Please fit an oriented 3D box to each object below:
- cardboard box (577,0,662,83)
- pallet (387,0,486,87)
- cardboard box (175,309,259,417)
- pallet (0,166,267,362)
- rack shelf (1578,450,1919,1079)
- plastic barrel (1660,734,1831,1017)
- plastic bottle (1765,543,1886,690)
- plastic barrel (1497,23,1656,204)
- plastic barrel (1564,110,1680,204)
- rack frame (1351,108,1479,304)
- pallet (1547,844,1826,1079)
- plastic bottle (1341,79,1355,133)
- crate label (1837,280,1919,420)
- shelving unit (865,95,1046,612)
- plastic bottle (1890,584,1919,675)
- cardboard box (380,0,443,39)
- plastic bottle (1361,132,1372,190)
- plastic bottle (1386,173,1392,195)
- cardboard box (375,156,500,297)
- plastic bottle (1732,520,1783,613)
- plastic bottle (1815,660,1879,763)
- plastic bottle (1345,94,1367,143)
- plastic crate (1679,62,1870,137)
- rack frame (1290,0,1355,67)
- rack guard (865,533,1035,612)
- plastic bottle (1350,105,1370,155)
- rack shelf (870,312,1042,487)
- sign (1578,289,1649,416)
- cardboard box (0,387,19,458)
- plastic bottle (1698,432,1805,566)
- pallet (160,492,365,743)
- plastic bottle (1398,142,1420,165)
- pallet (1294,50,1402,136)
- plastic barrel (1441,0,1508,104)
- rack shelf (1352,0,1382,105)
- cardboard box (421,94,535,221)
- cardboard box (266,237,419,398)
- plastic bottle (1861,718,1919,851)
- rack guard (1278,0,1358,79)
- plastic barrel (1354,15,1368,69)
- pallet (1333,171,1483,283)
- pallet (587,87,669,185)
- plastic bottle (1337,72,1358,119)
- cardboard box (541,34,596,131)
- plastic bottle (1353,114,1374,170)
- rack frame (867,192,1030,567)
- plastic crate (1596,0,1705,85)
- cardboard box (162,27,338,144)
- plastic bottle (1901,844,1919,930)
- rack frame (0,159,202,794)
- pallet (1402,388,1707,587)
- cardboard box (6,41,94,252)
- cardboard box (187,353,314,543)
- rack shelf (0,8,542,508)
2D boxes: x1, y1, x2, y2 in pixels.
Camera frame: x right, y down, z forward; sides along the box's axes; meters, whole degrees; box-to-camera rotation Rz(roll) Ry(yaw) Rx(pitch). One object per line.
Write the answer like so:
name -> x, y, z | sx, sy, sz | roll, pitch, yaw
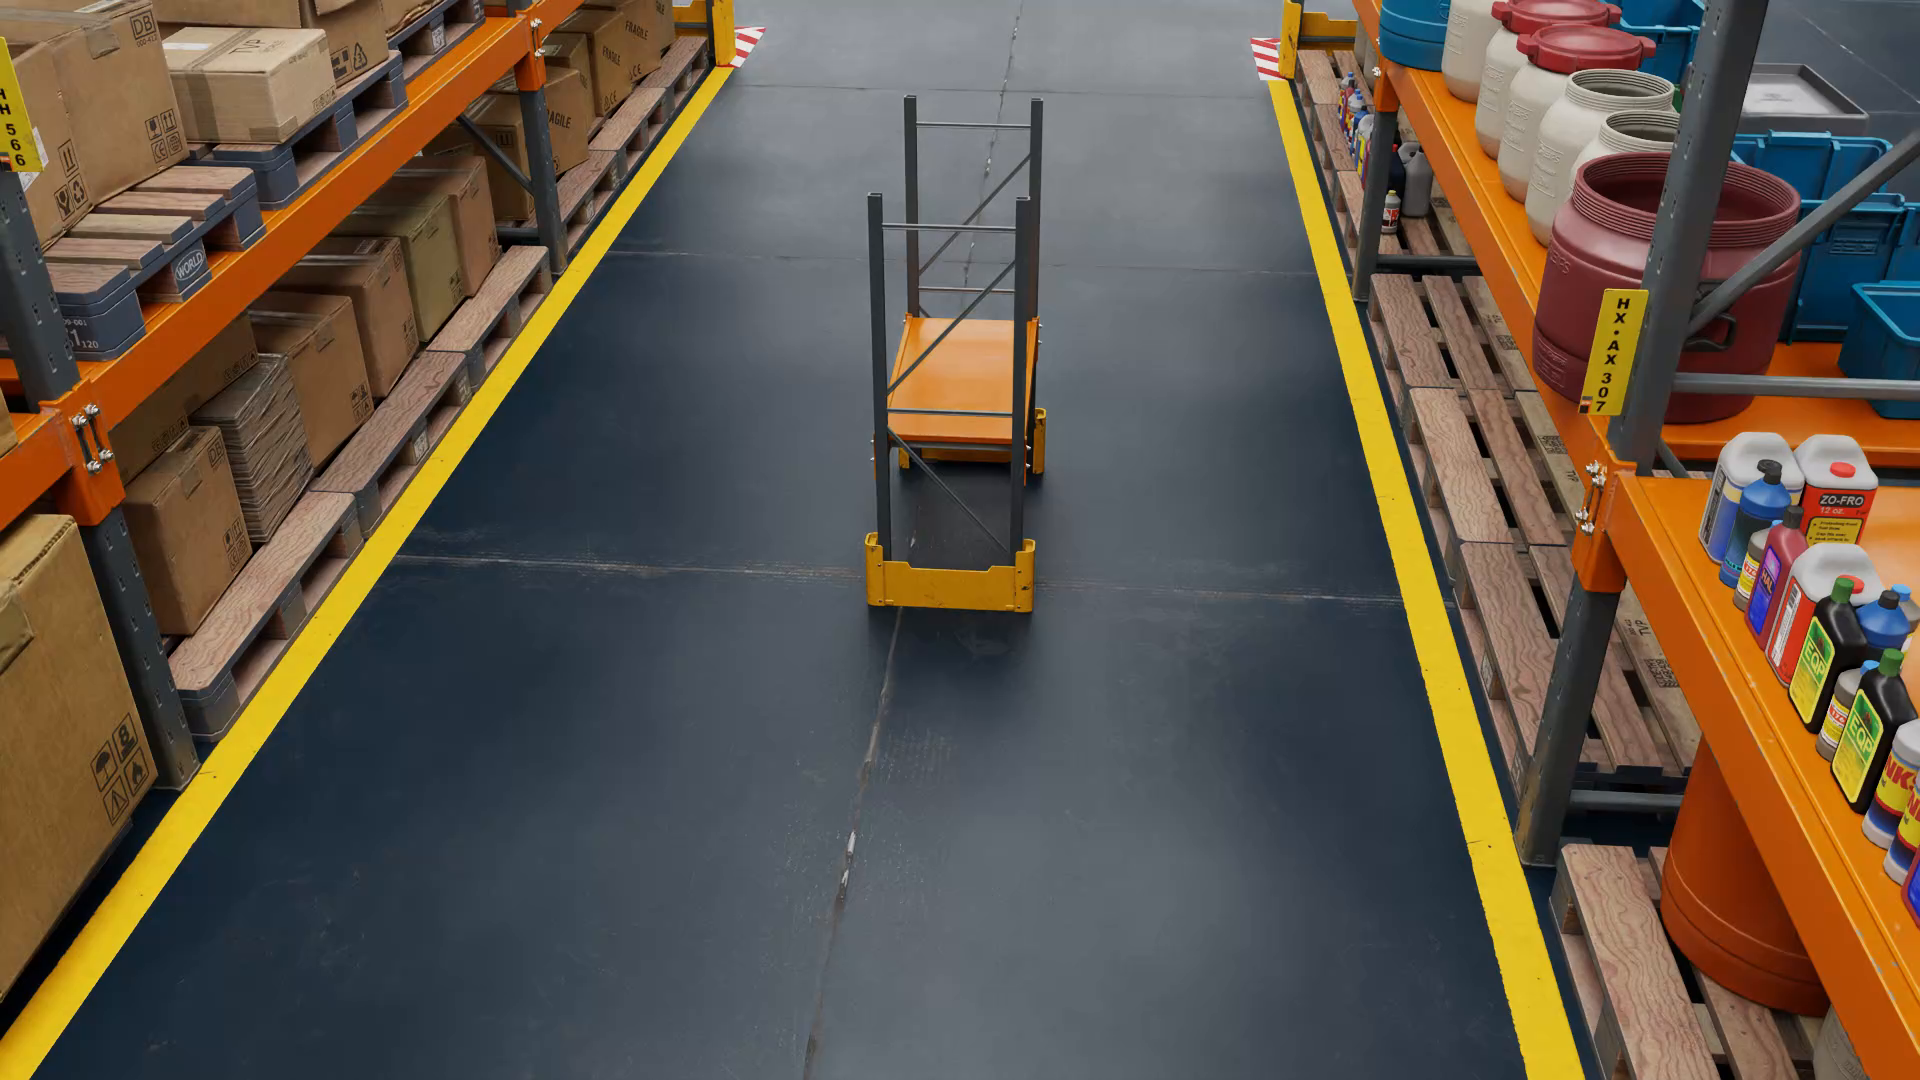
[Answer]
cardboard box -> -2.266, -3.224, 10.605 | 0.500, 0.500, 0.500 | 11, 33, 17
pallet -> -2.716, -2.182, 7.115 | 1.003, 0.211, 1.213 | 2, 32, 4
cardboard box -> -2.777, -0.638, 5.674 | 0.500, 0.250, 0.500 | 6, 32, 10
pallet -> -2.883, -0.861, 4.972 | 1.213, 0.211, 1.003 | 2, 32, 4
rack shelf -> 1.939, 0.998, 2.458 | 1.077, 0.370, 4.000 | 2, 32, 4
plastic barrel -> 2.079, 0.647, 4.009 | 0.600, 0.830, 0.708 | 2, 32, 4
plastic bottle -> 1.707, 0.153, 3.261 | 0.152, 0.276, 0.135 | 2, 32, 4
plastic barrel -> 2.036, -1.403, 5.538 | 0.433, 0.535, 0.433 | 0, 32, 0
plastic barrel -> 1.973, -0.949, 4.824 | 0.421, 0.512, 0.421 | 0, 32, 0
rack frame -> 2.427, -2.446, 7.360 | 1.000, 3.000, 0.127 | 2, 32, 4
pallet -> 2.079, 1.247, 4.026 | 1.003, 0.211, 1.213 | 2, 32, 4
plastic bottle -> 2.258, -2.516, 9.644 | 0.061, 0.283, 0.133 | 3, 32, 5
crate label -> 2.510, -0.487, 4.341 | 0.303, 0.233, 0.416 | 2, 32, 4
shelving unit -> 0.006, -0.678, 5.921 | 0.587, 1.500, 1.083 | 2, 32, 4
plastic bottle -> 1.832, 0.180, 3.288 | 0.097, 0.201, 0.097 | 0, 32, 0
cardboard box -> -2.713, -2.682, 6.771 | 1.000, 1.000, 1.000 | 3, 32, 4
plastic bottle -> 2.180, -2.013, 8.828 | 0.061, 0.283, 0.133 | 5, 32, 7
plastic bottle -> 2.138, -1.743, 8.388 | 0.061, 0.283, 0.133 | 4, 32, 6
cardboard box -> -2.581, -1.461, 7.724 | 0.700, 0.500, 0.500 | 0, 32, 0
plastic bottle -> 1.700, 0.053, 3.494 | 0.097, 0.201, 0.097 | 0, 32, 0
plastic bottle -> 1.659, 0.314, 3.071 | 0.097, 0.201, 0.097 | 0, 32, 0
plastic bottle -> 2.259, -2.397, 9.462 | 0.097, 0.271, 0.097 | 0, 32, 0
plastic crate -> 2.538, -1.214, 5.299 | 0.402, 0.464, 0.583 | 2, 32, 4
rack frame -> 2.753, -4.538, 10.754 | 1.000, 3.000, 0.127 | 2, 32, 4
rack guard -> -0.034, 0.114, 5.827 | 0.587, 0.250, 0.087 | 2, 32, 4
plastic bottle -> 2.242, -2.291, 9.290 | 0.097, 0.271, 0.097 | 0, 32, 0
rack shelf -> 0.007, -0.530, 6.023 | 0.538, 0.185, 1.000 | 2, 32, 4
sign -> 1.553, -0.444, 3.955 | 0.100, 0.325, 0.005 | 2, 32, 4
cardboard box -> -2.628, -0.340, 3.847 | 0.500, 0.500, 0.500 | 3, 32, 5
plastic bottle -> 1.744, -0.089, 3.654 | 0.152, 0.276, 0.135 | 2, 32, 4
pallet -> -2.770, 0.213, 5.704 | 1.003, 0.211, 1.213 | 2, 32, 4
plastic bottle -> 2.358, -1.930, 8.699 | 0.152, 0.276, 0.135 | 2, 32, 4
pallet -> 2.722, -2.884, 10.729 | 1.003, 0.211, 1.213 | 2, 32, 4
plastic barrel -> 2.131, -2.013, 6.528 | 0.433, 0.535, 0.433 | 0, 32, 0
rack shelf -> 2.590, -3.186, 9.246 | 1.077, 0.370, 4.000 | 2, 32, 4
cardboard box -> -2.437, -1.980, 8.586 | 0.500, 0.500, 0.500 | 2, 32, 2
cardboard box -> -2.683, -0.919, 6.846 | 0.700, 0.500, 0.500 | 0, 32, 0
plastic bottle -> 1.640, 0.405, 2.857 | 0.097, 0.271, 0.097 | 0, 32, 0
rack guard -> 2.794, -3.432, 11.342 | 1.175, 0.500, 0.348 | 2, 32, 4
plastic barrel -> 2.776, -3.310, 10.733 | 0.421, 0.512, 0.421 | 0, 32, 0
pallet -> 2.524, -1.608, 8.659 | 1.003, 0.211, 1.213 | 2, 32, 4
pallet -> -2.393, -2.463, 10.045 | 1.003, 0.211, 1.213 | 2, 32, 4
plastic bottle -> 2.295, -2.629, 9.838 | 0.097, 0.271, 0.097 | 0, 32, 0
cardboard box -> -2.425, -2.607, 9.604 | 0.500, 0.500, 0.500 | 0, 32, 0
plastic bottle -> 2.252, -2.177, 9.100 | 0.152, 0.276, 0.135 | 3, 32, 5
rack frame -> -0.034, -0.417, 5.498 | 0.500, 1.500, 0.032 | 2, 32, 4
plastic crate -> 2.648, -1.849, 6.407 | 0.392, 0.384, 0.575 | 2, 32, 4
cardboard box -> -2.469, -1.547, 5.645 | 0.500, 0.250, 0.500 | 2, 32, 3
plastic bottle -> 1.605, 0.510, 2.675 | 0.061, 0.283, 0.133 | 2, 32, 4
rack frame -> -2.835, -0.566, 4.309 | 1.000, 3.000, 0.127 | 2, 32, 4
pallet -> 2.305, -0.207, 6.385 | 1.003, 0.211, 1.213 | 2, 32, 4
cardboard box -> -2.831, -1.071, 4.634 | 0.500, 0.500, 0.500 | -1, 32, -2
cardboard box -> -2.768, -0.331, 5.891 | 0.700, 0.500, 0.500 | 0, 32, 0
rack shelf -> -2.672, -1.306, 6.195 | 1.077, 0.370, 4.000 | 2, 32, 4
